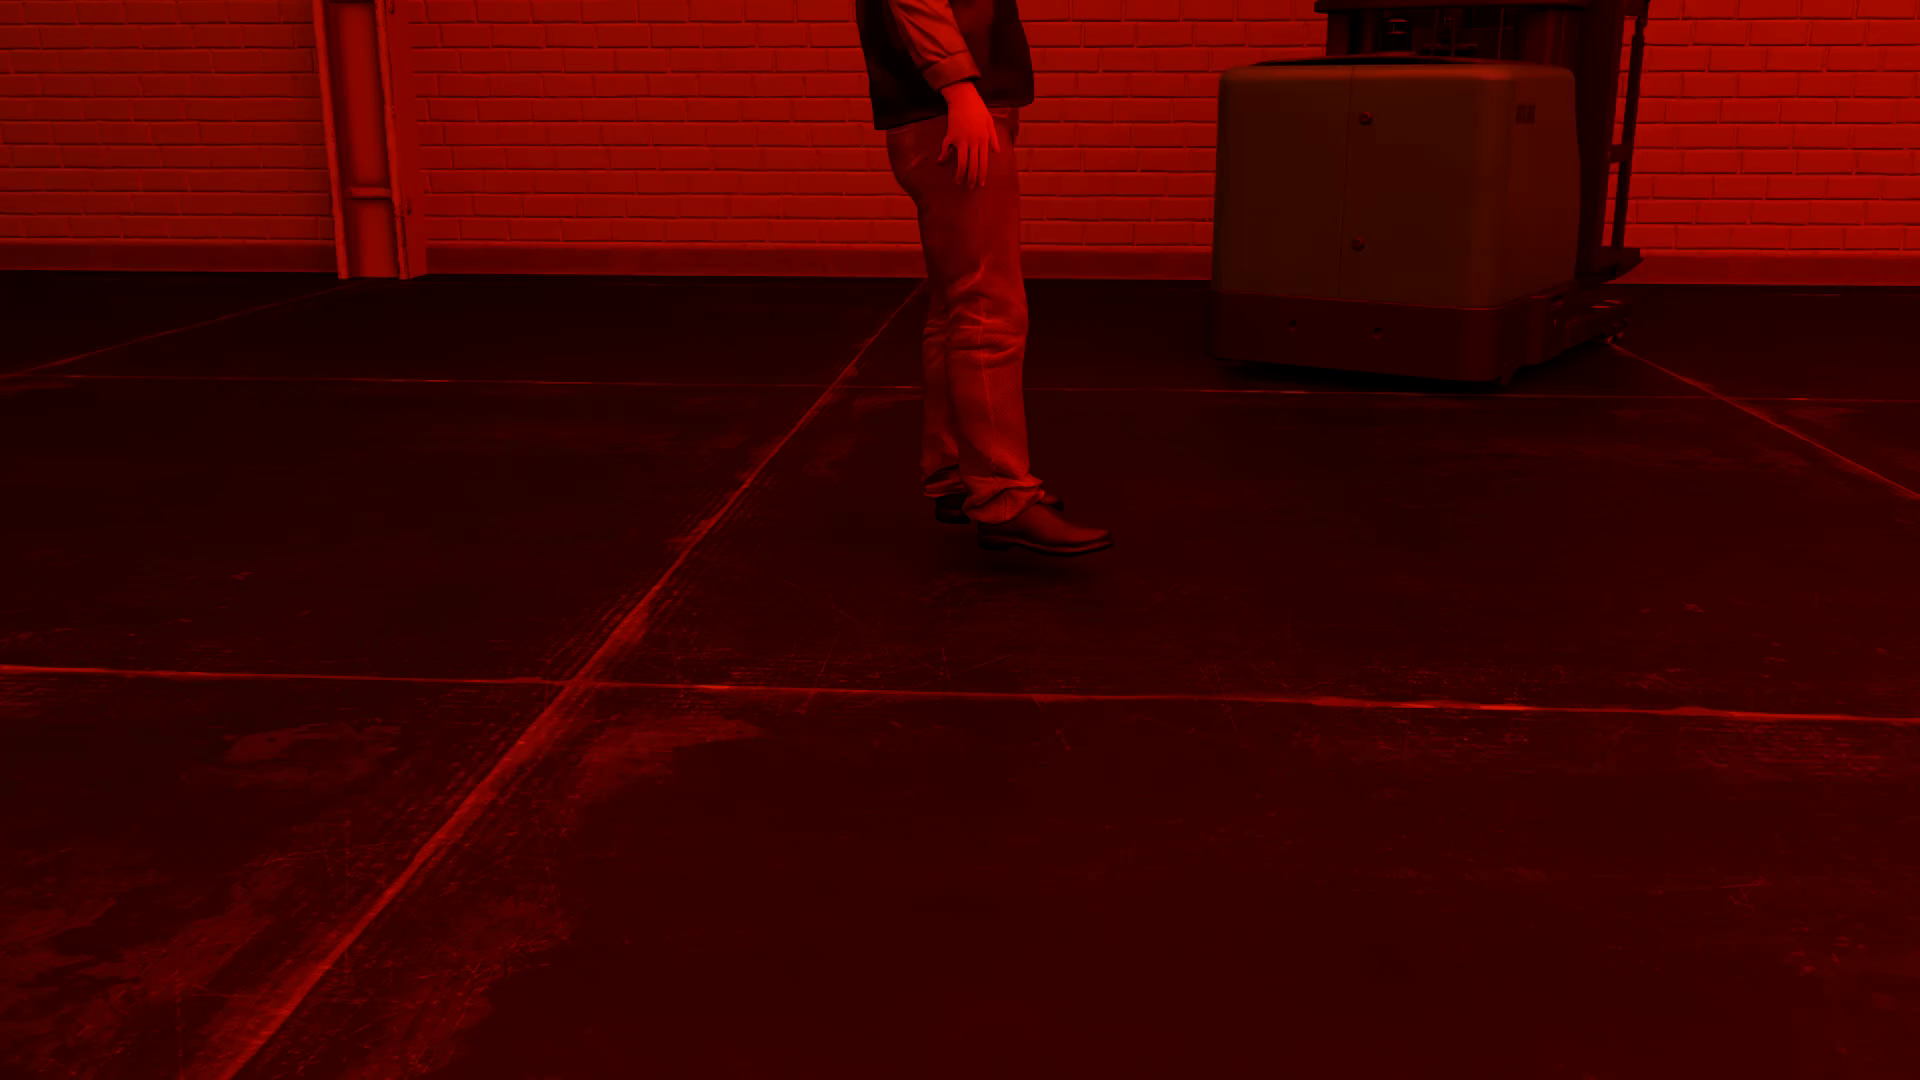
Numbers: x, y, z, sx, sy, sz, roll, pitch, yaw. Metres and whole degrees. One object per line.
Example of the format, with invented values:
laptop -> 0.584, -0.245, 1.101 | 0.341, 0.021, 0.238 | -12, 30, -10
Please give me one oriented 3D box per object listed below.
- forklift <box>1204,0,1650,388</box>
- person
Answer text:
forklift -> 2.119, -2.259, 6.538 | 1.130, 2.935, 3.031 | 10, 18, 32
person -> 0.062, -0.873, 3.564 | 0.565, 1.722, 0.633 | 1, 15, 4
